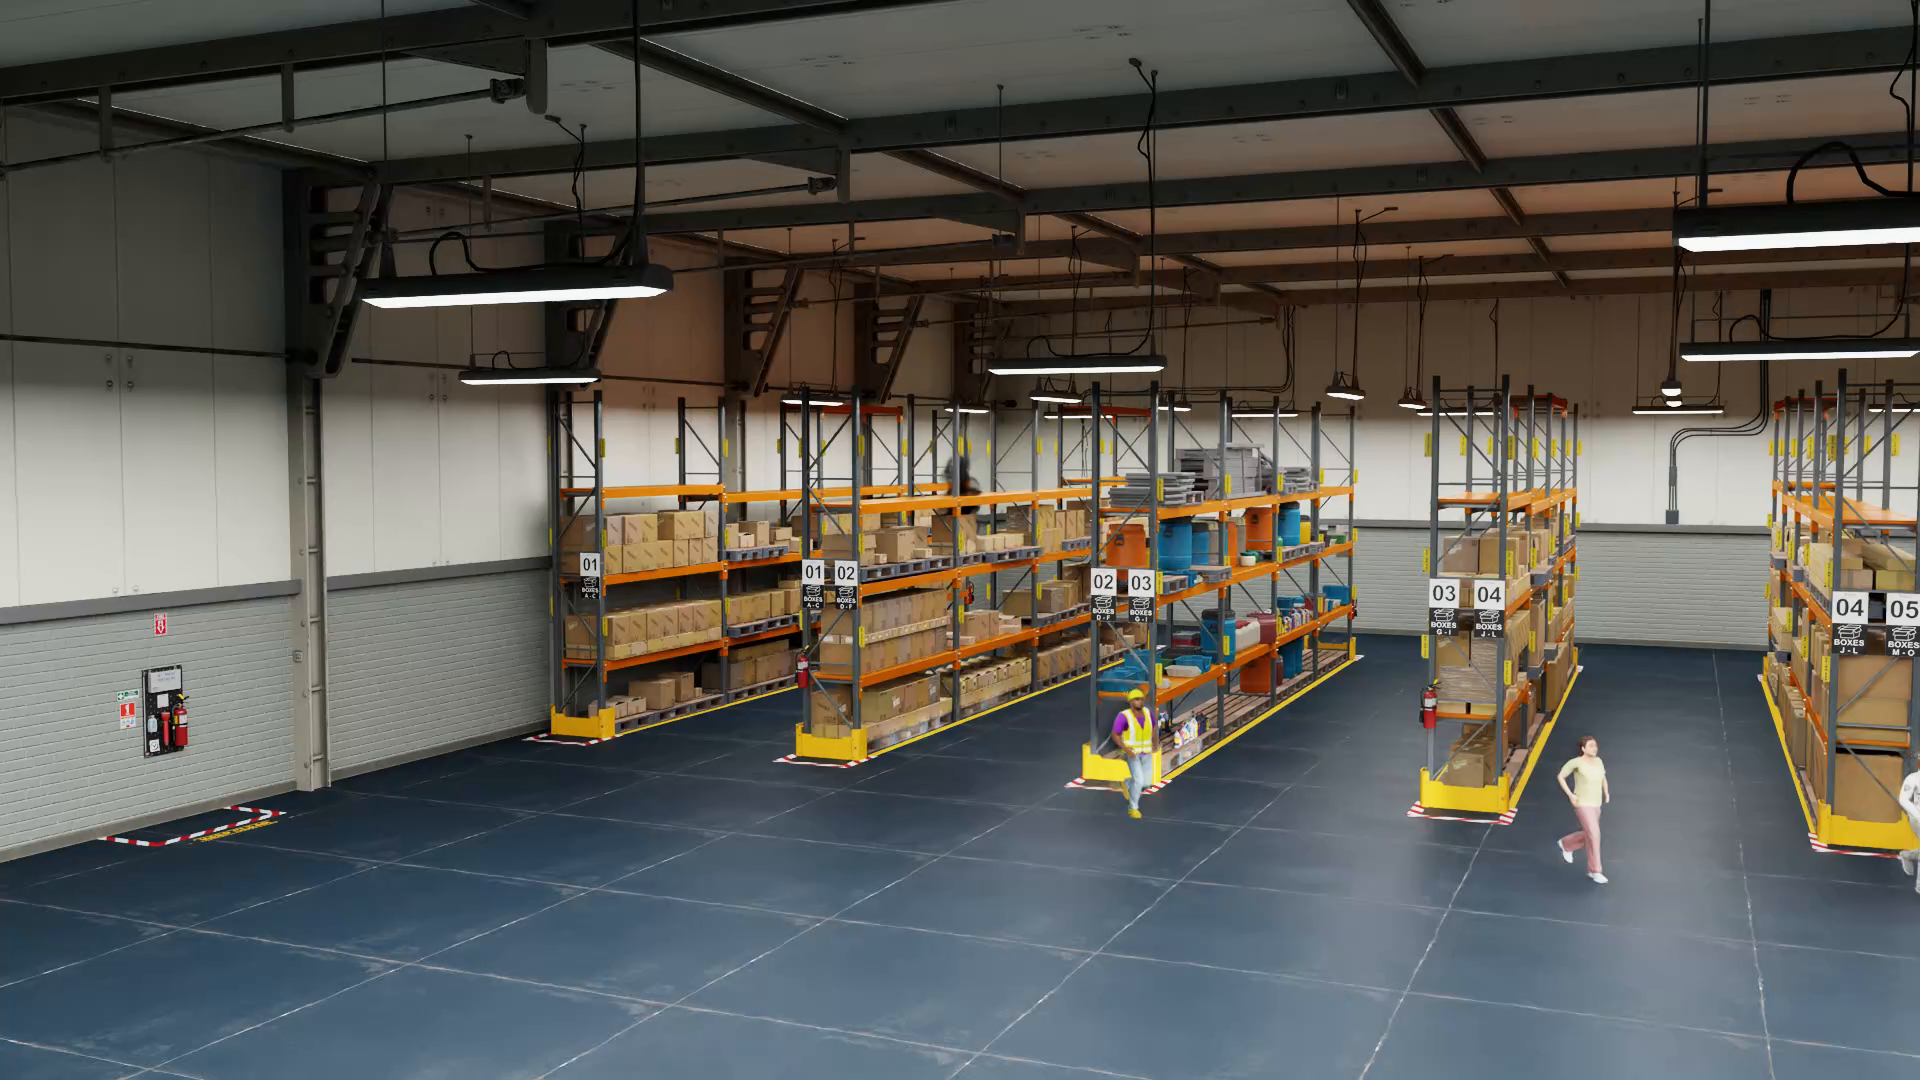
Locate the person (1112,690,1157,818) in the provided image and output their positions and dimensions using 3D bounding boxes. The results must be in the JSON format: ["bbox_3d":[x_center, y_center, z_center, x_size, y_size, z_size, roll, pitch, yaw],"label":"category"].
[{"bbox_3d":[2.385,2.892,22.704,0.724,1.739,0.652,-2,4,-26],"label":"person"}]

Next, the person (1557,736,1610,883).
[{"bbox_3d":[7.307,3.108,19.487,0.591,1.666,0.850,-1,3,-22],"label":"person"}]

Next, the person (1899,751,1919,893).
[{"bbox_3d":[10.835,3.145,18.729,0.626,1.681,0.601,-1,3,-9],"label":"person"}]
